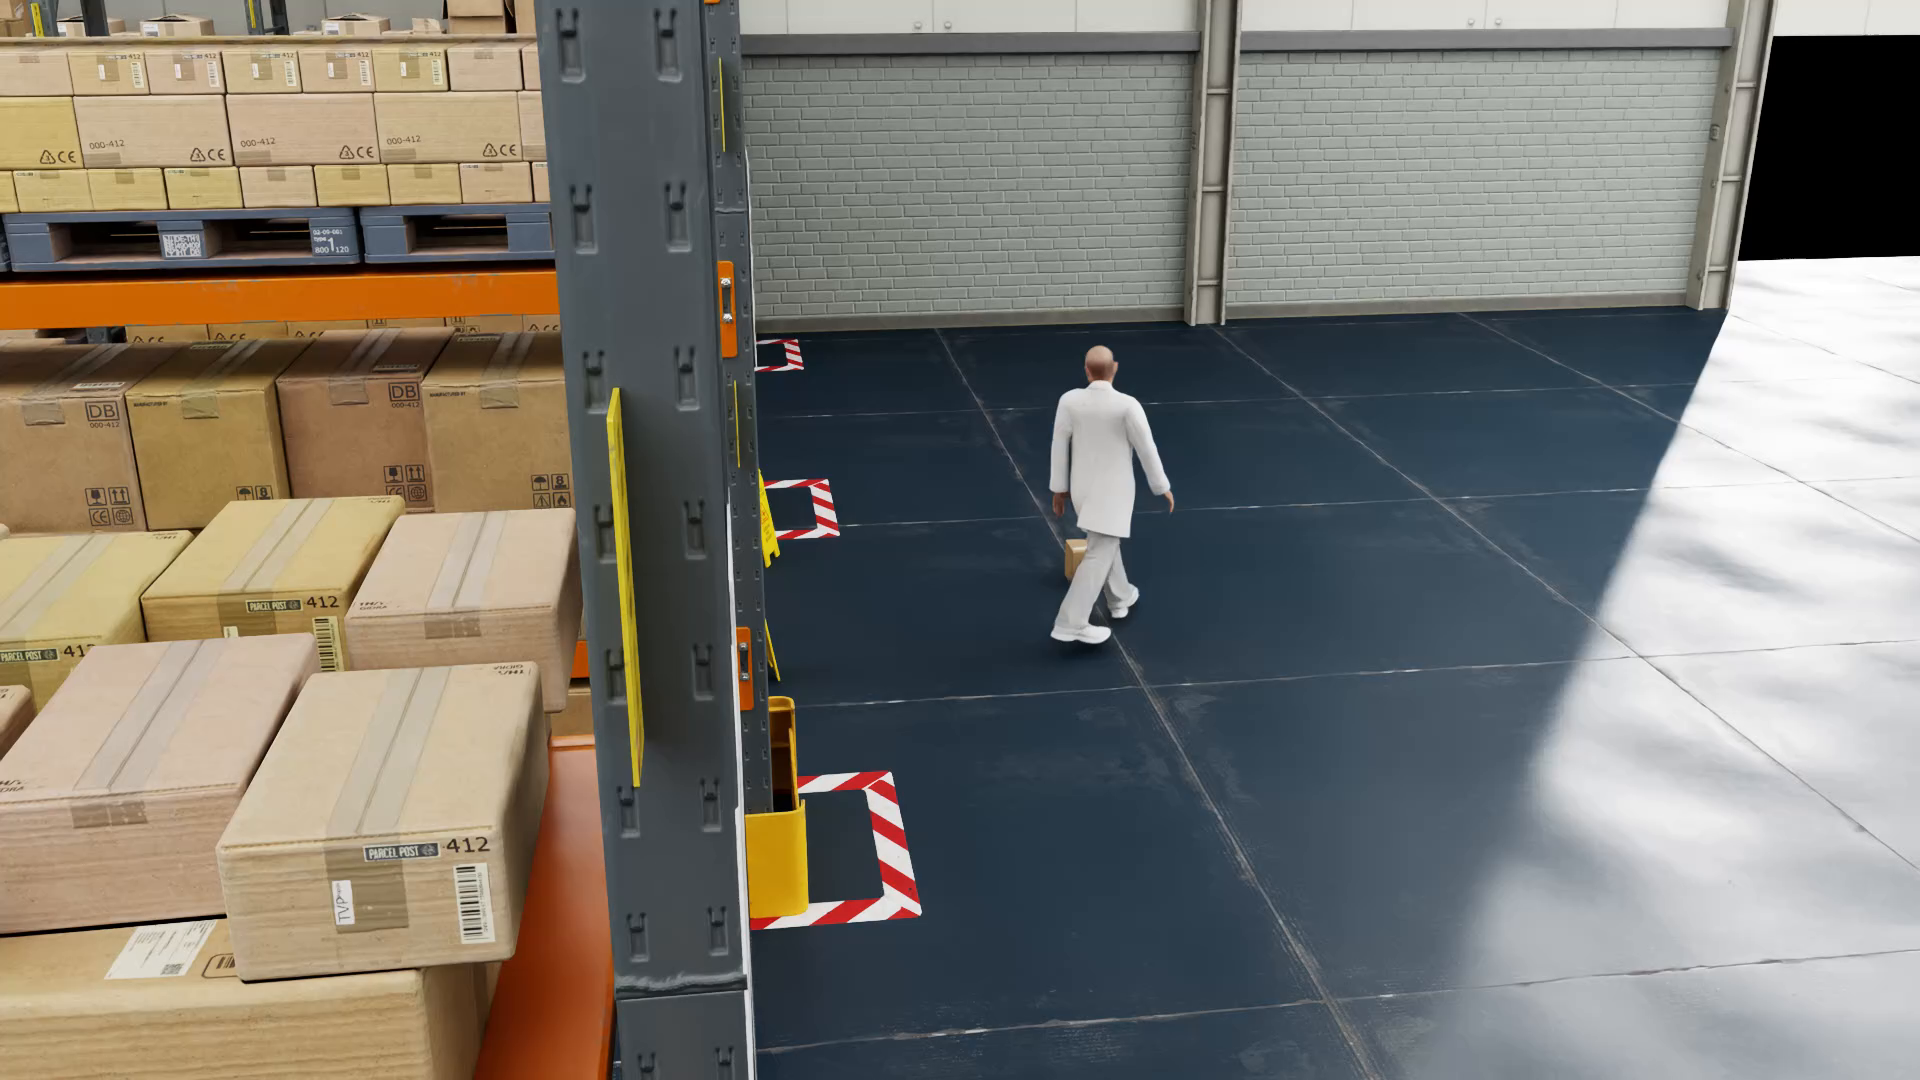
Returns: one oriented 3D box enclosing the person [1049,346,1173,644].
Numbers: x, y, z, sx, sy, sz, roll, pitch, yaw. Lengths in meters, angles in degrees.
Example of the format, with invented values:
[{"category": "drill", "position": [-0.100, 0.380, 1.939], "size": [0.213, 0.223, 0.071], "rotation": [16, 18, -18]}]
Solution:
[{"category": "person", "position": [0.892, -0.285, 9.888], "size": [0.650, 1.742, 1.002], "rotation": [16, 25, 37]}]
